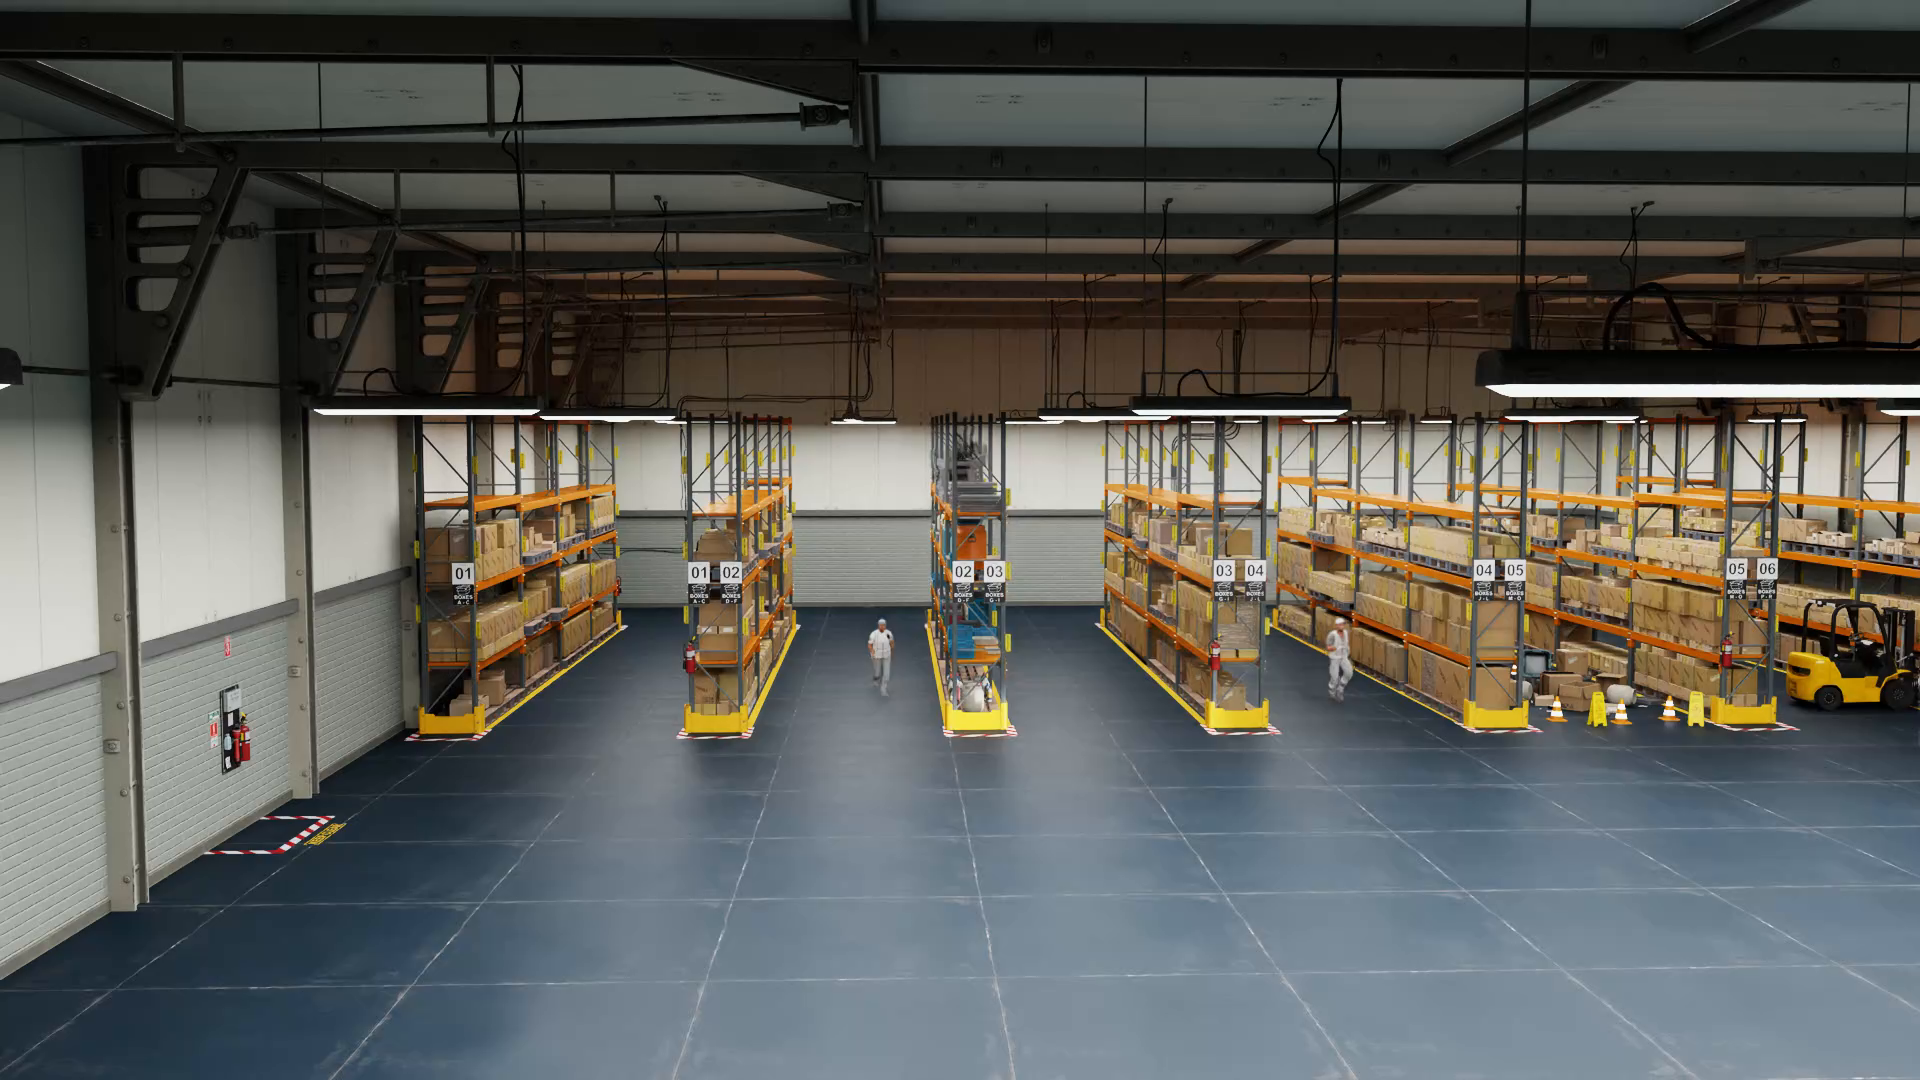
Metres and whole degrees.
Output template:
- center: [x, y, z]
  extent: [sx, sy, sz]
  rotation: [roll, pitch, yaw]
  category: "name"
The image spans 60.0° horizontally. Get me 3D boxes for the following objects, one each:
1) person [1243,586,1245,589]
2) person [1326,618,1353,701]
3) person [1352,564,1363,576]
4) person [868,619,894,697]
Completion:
- center: [8.530, 1.607, 48.915]
  extent: [0.543, 1.611, 0.883]
  rotation: [-1, 4, -11]
  category: "person"
- center: [7.880, 2.475, 34.513]
  extent: [0.697, 1.743, 0.806]
  rotation: [-1, 4, -18]
  category: "person"
- center: [11.706, 1.506, 49.129]
  extent: [0.955, 1.720, 0.660]
  rotation: [-1, 4, -17]
  category: "person"
- center: [-1.690, 2.496, 35.639]
  extent: [0.595, 1.636, 0.734]
  rotation: [-1, 4, -14]
  category: "person"
